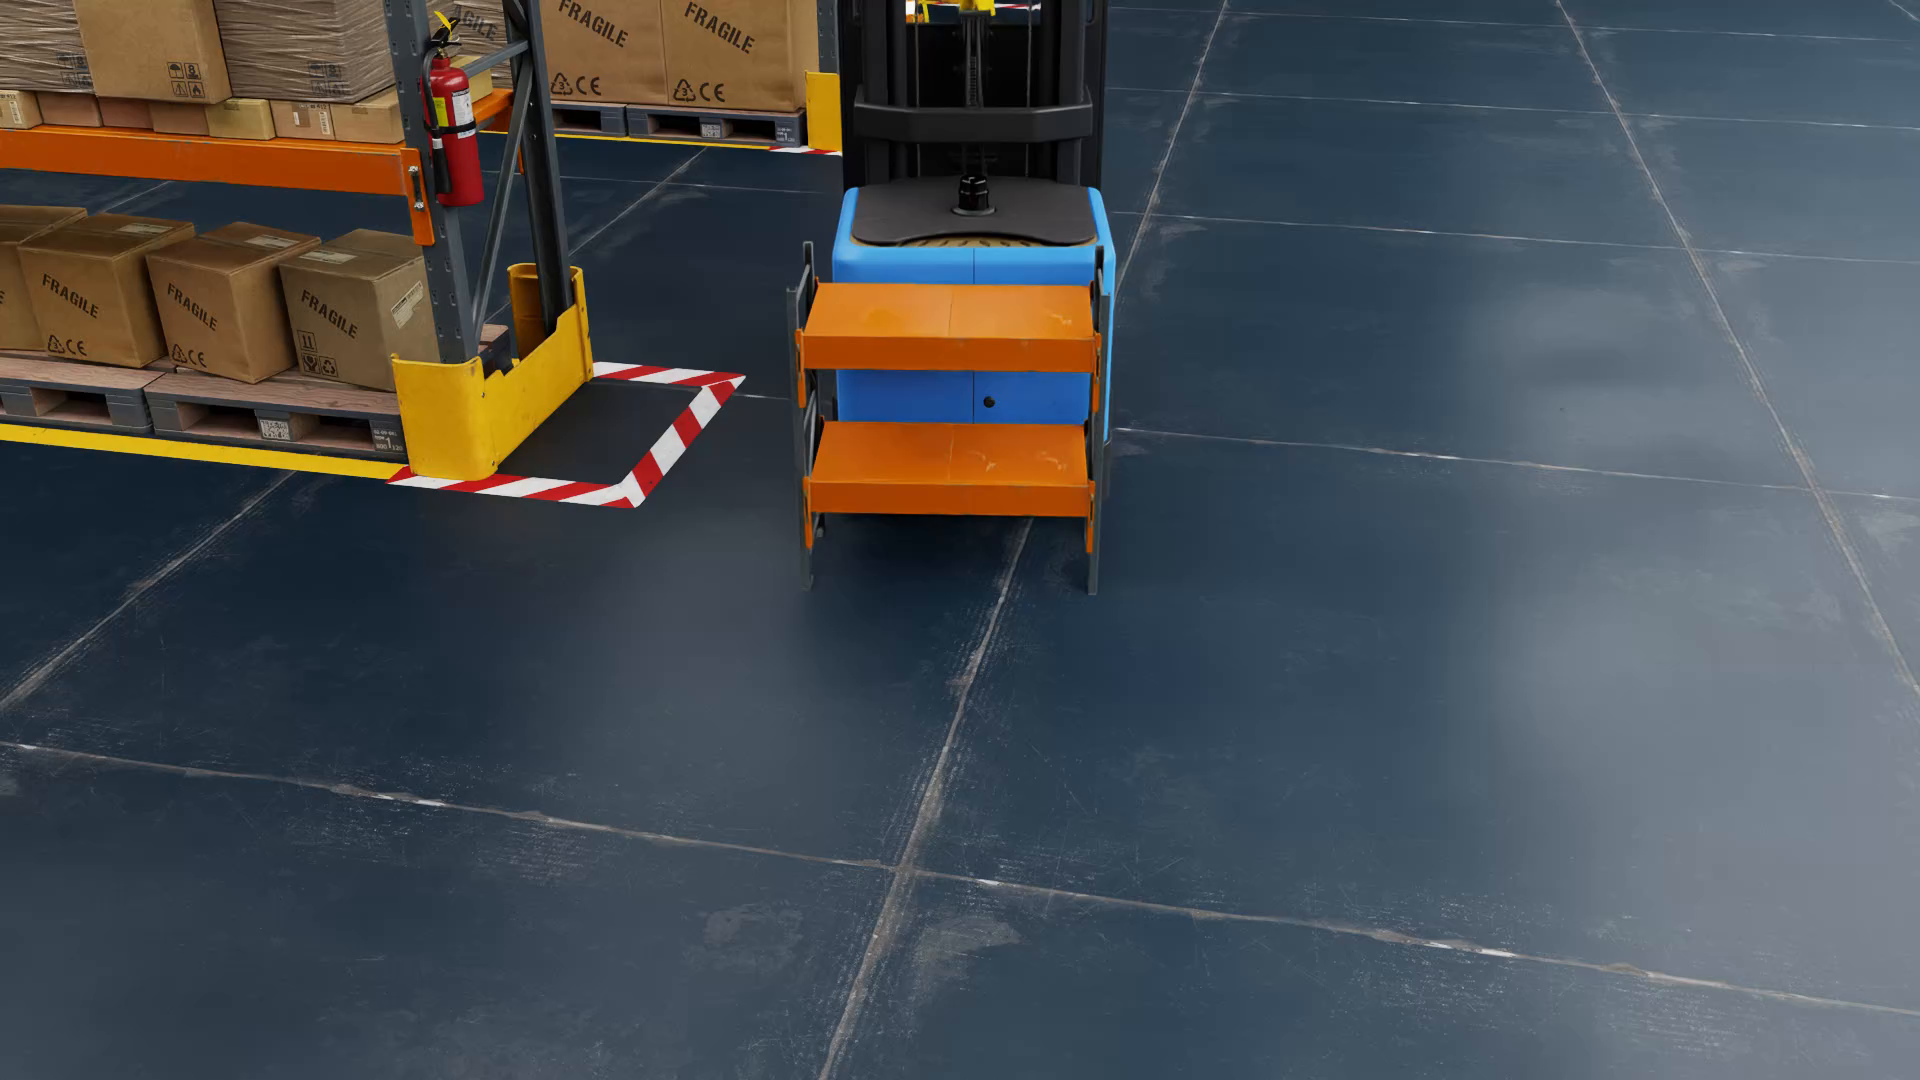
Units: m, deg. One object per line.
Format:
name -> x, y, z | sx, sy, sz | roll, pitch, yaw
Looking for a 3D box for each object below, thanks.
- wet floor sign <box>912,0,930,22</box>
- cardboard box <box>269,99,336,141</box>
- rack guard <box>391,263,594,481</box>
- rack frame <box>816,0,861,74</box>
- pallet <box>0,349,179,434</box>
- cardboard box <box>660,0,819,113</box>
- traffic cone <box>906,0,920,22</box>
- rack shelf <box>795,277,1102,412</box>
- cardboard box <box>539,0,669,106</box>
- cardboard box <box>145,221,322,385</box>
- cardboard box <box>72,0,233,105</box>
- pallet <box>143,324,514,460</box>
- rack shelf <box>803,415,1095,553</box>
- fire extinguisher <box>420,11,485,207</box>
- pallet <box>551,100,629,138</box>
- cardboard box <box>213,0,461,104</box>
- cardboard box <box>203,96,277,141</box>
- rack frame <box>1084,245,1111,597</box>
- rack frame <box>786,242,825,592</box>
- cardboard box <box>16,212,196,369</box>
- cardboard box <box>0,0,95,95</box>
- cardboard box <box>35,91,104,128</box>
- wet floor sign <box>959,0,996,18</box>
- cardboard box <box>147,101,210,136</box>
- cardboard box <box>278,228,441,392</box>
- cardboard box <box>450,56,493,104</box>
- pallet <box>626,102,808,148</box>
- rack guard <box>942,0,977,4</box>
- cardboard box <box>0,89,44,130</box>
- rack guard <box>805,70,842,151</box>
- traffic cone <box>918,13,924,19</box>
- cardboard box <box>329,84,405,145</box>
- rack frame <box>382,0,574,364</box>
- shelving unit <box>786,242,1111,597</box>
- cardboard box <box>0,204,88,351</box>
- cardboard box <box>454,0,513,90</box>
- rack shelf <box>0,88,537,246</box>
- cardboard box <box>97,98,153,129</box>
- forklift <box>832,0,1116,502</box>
wet floor sign -> -0.307, -4.043, 12.963 | 0.232, 0.644, 0.267 | 1, 29, 2
cardboard box -> -2.450, -1.676, 6.450 | 0.250, 0.149, 0.380 | 6, 29, 11
rack guard -> -1.958, -0.741, 7.083 | 0.348, 0.500, 1.175 | 6, 29, 11
rack frame -> -0.749, -4.149, 10.705 | 0.127, 3.000, 1.000 | 6, 29, 11
pallet -> -3.935, -0.836, 7.557 | 1.213, 0.211, 1.003 | 6, 29, 11
cardboard box -> -1.426, -3.438, 11.182 | 0.875, 0.875, 0.875 | 6, 29, 11
traffic cone -> -0.404, -4.253, 13.536 | 0.334, 0.463, 0.336 | 6, 29, 11
rack shelf -> -0.031, -0.678, 5.708 | 1.000, 0.278, 0.538 | 1, 29, 2
cardboard box -> -2.287, -3.525, 11.341 | 0.875, 0.875, 0.875 | 5, 29, 10
cardboard box -> -3.083, -1.032, 7.177 | 0.500, 0.500, 0.500 | 14, 32, 24
cardboard box -> -2.930, -2.066, 6.486 | 0.500, 0.500, 0.875 | 6, 29, 11
pallet -> -2.745, -0.712, 7.331 | 1.213, 0.211, 1.003 | 6, 29, 11
rack shelf -> -0.031, -0.207, 5.966 | 1.000, 0.278, 0.538 | 1, 29, 2
fire extinguisher -> -1.868, -1.568, 6.071 | 0.183, 0.674, 0.296 | 6, 29, 11
pallet -> -2.737, -3.093, 11.679 | 1.213, 0.211, 1.003 | 6, 29, 11
cardboard box -> -2.416, -2.072, 6.497 | 0.500, 0.500, 0.875 | 6, 29, 11
cardboard box -> -2.705, -1.677, 6.452 | 0.250, 0.149, 0.380 | 6, 29, 11
rack frame -> 0.477, -0.413, 5.833 | 0.032, 1.125, 0.500 | 1, 29, 2
rack frame -> -0.539, -0.430, 5.863 | 0.032, 1.125, 0.500 | 1, 29, 2
cardboard box -> -3.691, -1.103, 7.308 | 0.500, 0.500, 0.500 | 9, 30, 15
cardboard box -> -3.410, -2.136, 6.615 | 0.500, 0.500, 0.875 | 6, 29, 11
cardboard box -> -3.431, -1.769, 6.619 | 0.250, 0.149, 0.380 | 6, 29, 11
wet floor sign -> 0.148, -4.929, 14.582 | 0.232, 0.644, 0.267 | 17, 33, 28
cardboard box -> -2.946, -1.710, 6.511 | 0.250, 0.149, 0.380 | 6, 29, 11
cardboard box -> -2.491, -0.988, 7.097 | 0.500, 0.500, 0.500 | 11, 31, 20
cardboard box -> -2.113, -1.860, 6.785 | 0.250, 0.149, 0.380 | 6, 29, 11
pallet -> -1.547, -2.969, 11.454 | 1.213, 0.211, 1.003 | 6, 29, 11
rack guard -> 0.111, -5.395, 15.584 | 0.348, 0.500, 1.175 | 6, 29, 11
cardboard box -> -3.694, -1.752, 6.589 | 0.250, 0.149, 0.380 | 6, 29, 11
rack guard -> -0.726, -3.050, 11.301 | 0.348, 0.500, 1.175 | 6, 29, 11
traffic cone -> -0.504, -4.808, 14.551 | 0.334, 0.463, 0.336 | 6, 29, 11
cardboard box -> -2.206, -1.651, 6.404 | 0.250, 0.149, 0.380 | 6, 29, 11
rack frame -> -1.884, -1.830, 6.468 | 0.127, 3.000, 1.000 | 6, 29, 11
shelving unit -> -0.031, -0.421, 5.848 | 1.048, 1.125, 0.538 | 1, 29, 2
cardboard box -> -4.227, -1.180, 7.448 | 0.500, 0.500, 0.500 | 3, 29, 6
cardboard box -> -3.178, -3.618, 11.510 | 0.875, 0.875, 0.875 | 6, 29, 11
rack shelf -> -3.840, -1.715, 7.008 | 4.000, 0.370, 1.077 | 6, 29, 11
cardboard box -> -3.182, -1.754, 6.592 | 0.250, 0.149, 0.380 | 6, 29, 11
forklift -> 0.051, -2.080, 6.998 | 1.130, 2.935, 3.031 | 0, 29, 0
